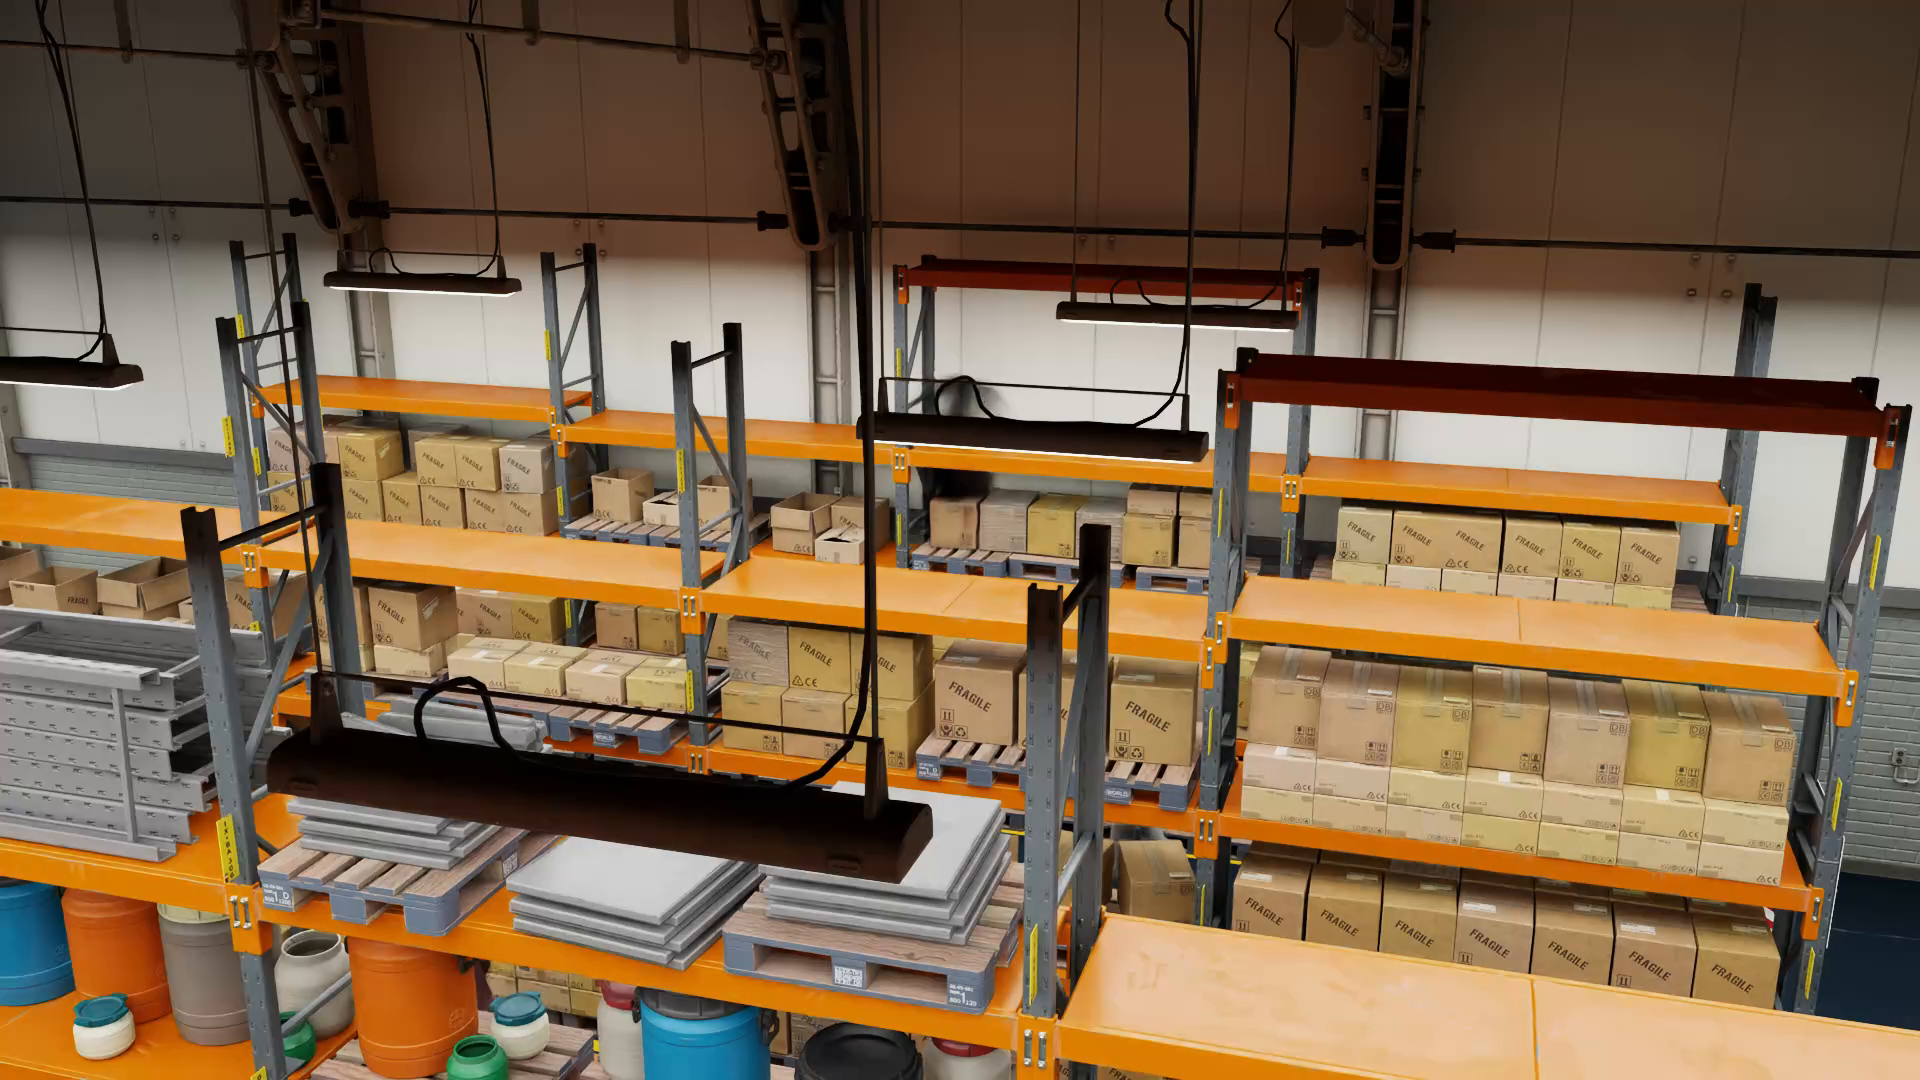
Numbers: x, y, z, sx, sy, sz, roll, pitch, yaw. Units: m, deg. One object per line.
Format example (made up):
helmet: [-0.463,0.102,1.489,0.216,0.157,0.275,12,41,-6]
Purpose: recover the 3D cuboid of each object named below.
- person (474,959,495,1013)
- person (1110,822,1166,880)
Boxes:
person: [-3.737,3.699,12.819,0.687,1.735,0.702,5,17,18]
person: [1.684,2.541,16.003,0.818,1.729,0.588,4,17,14]
